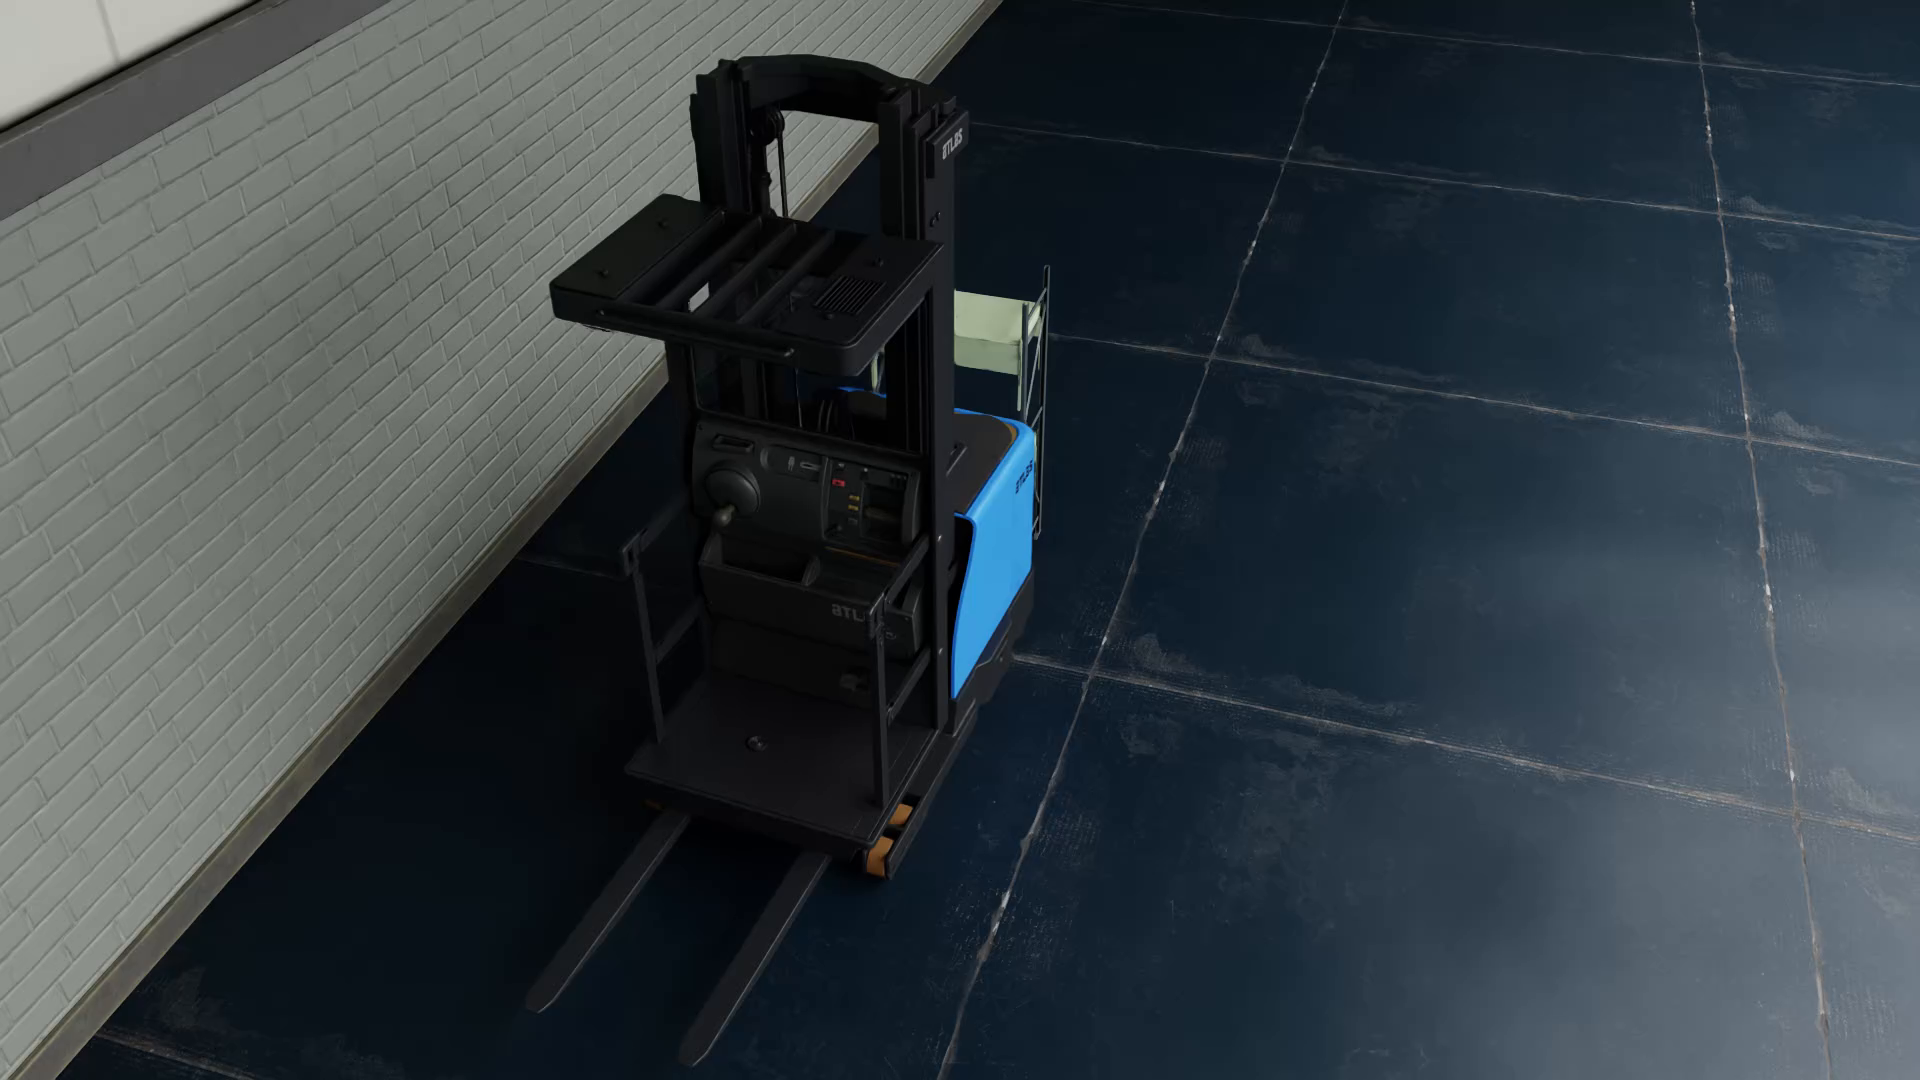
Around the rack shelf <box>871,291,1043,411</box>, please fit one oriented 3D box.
[{"bbox_3d":[-0.006,-0.919,7.761,0.720,0.370,0.431,10,38,14],"label":"rack shelf"}]

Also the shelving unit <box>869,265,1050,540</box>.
[{"bbox_3d":[-0.006,-0.605,7.992,0.755,1.500,0.431,10,38,14],"label":"shelving unit"}]

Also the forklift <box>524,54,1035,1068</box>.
[{"bbox_3d":[-0.665,-0.122,6.128,1.130,2.935,3.031,13,38,17],"label":"forklift"}]

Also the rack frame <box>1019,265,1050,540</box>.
[{"bbox_3d":[0.343,-0.541,7.904,0.023,1.500,0.400,10,38,14],"label":"rack frame"}]

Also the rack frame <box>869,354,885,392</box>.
[{"bbox_3d":[-0.356,-0.670,8.080,0.023,1.500,0.400,10,38,14],"label":"rack frame"}]

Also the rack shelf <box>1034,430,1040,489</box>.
[{"bbox_3d":[-0.006,-0.343,8.185,0.720,0.370,0.431,10,38,14],"label":"rack shelf"}]
